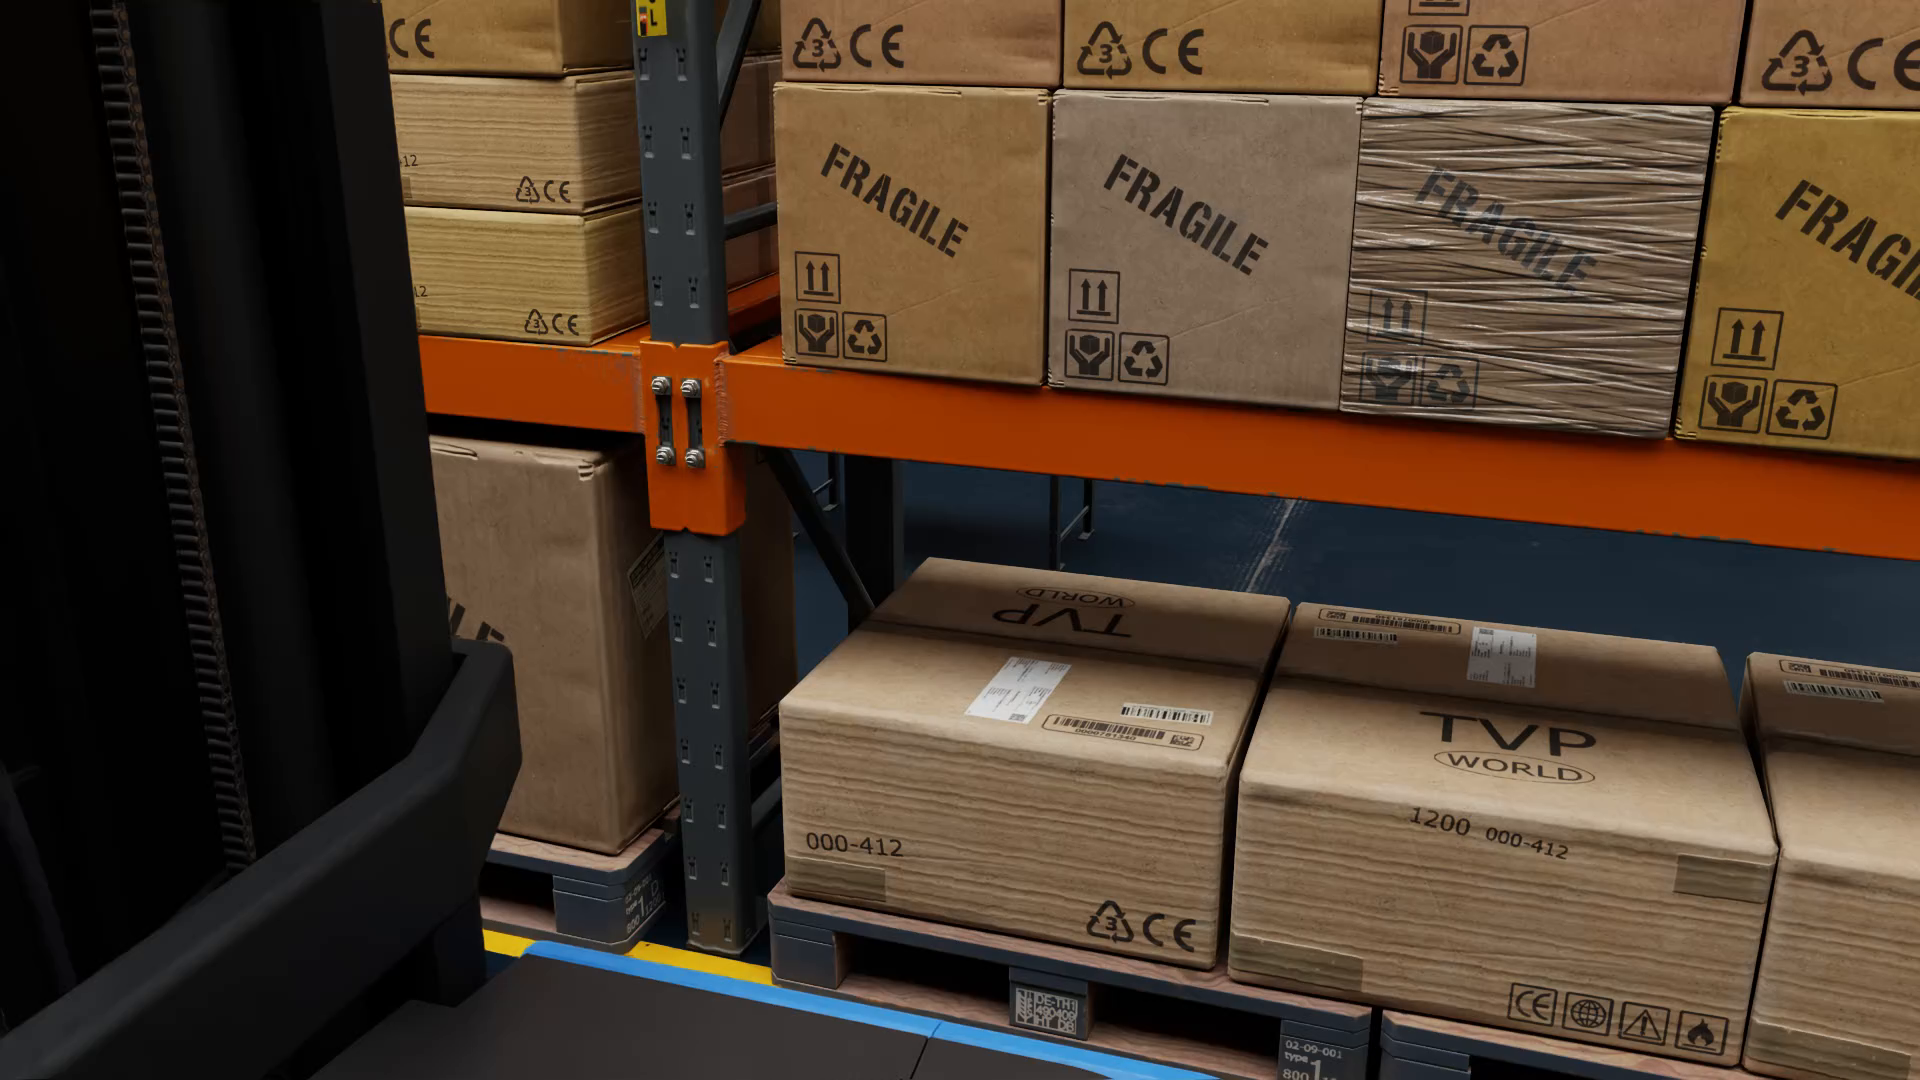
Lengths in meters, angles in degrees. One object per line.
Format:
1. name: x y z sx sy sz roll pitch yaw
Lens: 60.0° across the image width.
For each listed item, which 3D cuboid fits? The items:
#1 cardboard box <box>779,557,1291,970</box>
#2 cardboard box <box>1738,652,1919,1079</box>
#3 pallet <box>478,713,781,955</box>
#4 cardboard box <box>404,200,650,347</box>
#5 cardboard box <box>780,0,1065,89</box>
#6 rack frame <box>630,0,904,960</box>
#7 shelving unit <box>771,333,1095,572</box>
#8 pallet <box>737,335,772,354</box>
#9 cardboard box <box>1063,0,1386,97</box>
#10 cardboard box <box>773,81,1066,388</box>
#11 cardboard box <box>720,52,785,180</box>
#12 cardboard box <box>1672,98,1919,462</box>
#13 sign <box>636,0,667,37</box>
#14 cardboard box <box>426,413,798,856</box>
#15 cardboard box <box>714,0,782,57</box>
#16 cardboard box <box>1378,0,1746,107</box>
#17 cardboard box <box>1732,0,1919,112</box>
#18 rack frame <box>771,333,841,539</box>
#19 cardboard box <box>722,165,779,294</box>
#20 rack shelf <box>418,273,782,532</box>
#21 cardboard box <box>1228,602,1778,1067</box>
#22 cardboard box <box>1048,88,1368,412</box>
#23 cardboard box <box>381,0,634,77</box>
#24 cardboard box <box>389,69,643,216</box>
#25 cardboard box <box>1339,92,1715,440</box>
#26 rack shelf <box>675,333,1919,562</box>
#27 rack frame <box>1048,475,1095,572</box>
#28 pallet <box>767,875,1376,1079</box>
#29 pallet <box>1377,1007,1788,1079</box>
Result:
1. cardboard box: 0.196 0.424 3.556 0.875 0.438 0.875 6 20 17
2. cardboard box: 1.893 0.619 2.999 0.875 0.438 0.875 7 20 20
3. pallet: -1.116 0.568 4.125 1.213 0.211 1.003 7 20 18
4. cardboard box: -0.868 -0.588 3.433 0.500 0.250 0.500 6 20 17
5. cardboard box: 0.008 -1.081 2.950 0.500 0.500 0.500 7 20 18
6. rack frame: -0.362 -0.688 3.494 0.127 3.000 1.000 7 20 18
7. shelving unit: -0.081 -0.717 5.856 1.048 1.500 0.538 7 20 18
8. pallet: -0.725 -1.137 9.016 1.213 0.211 1.003 7 20 18
9. cardboard box: 0.483 -1.025 2.787 0.500 0.500 0.500 6 20 17
10. cardboard box: -0.005 -0.604 3.099 0.500 0.500 0.500 7 20 20
11. cardboard box: -0.685 -0.989 3.824 0.500 0.250 0.500 6 20 16
12. cardboard box: 1.424 -0.437 2.620 0.500 0.500 0.500 7 20 20
13. sign: -0.531 -1.028 2.830 0.005 0.325 0.100 7 20 18
14. cardboard box: -0.974 0.074 3.896 0.875 0.875 0.875 7 20 20
15. cardboard box: -0.683 -1.345 3.706 0.500 0.500 0.500 7 20 19
16. cardboard box: 0.964 -0.966 2.619 0.500 0.500 0.500 7 20 19
17. cardboard box: 1.439 -0.910 2.460 0.500 0.500 0.500 6 20 18
18. rack frame: -0.561 -0.772 6.013 0.032 1.500 0.500 7 20 18
19. cardboard box: -0.691 -0.747 3.891 0.500 0.250 0.500 6 20 17
20. rack shelf: -2.251 -0.565 4.232 4.000 0.370 1.077 7 20 18
21. cardboard box: 1.042 0.521 3.280 0.875 0.438 0.875 6 20 16
22. cardboard box: 0.469 -0.548 2.939 0.500 0.500 0.500 7 20 18
23. cardboard box: -0.866 -1.178 3.228 0.500 0.500 0.500 7 20 20
24. cardboard box: -0.858 -0.826 3.356 0.500 0.250 0.500 7 20 18
25. cardboard box: 0.937 -0.492 2.779 0.500 0.500 0.500 7 20 18
26. rack shelf: 1.527 -0.133 2.993 4.000 0.370 1.077 7 20 18
27. rack frame: 0.400 -0.663 5.698 0.032 1.500 0.500 7 20 18
28. pallet: 0.331 0.735 3.648 1.213 0.211 1.003 7 20 18
29. pallet: 1.487 0.866 3.271 1.213 0.211 1.003 7 20 18
